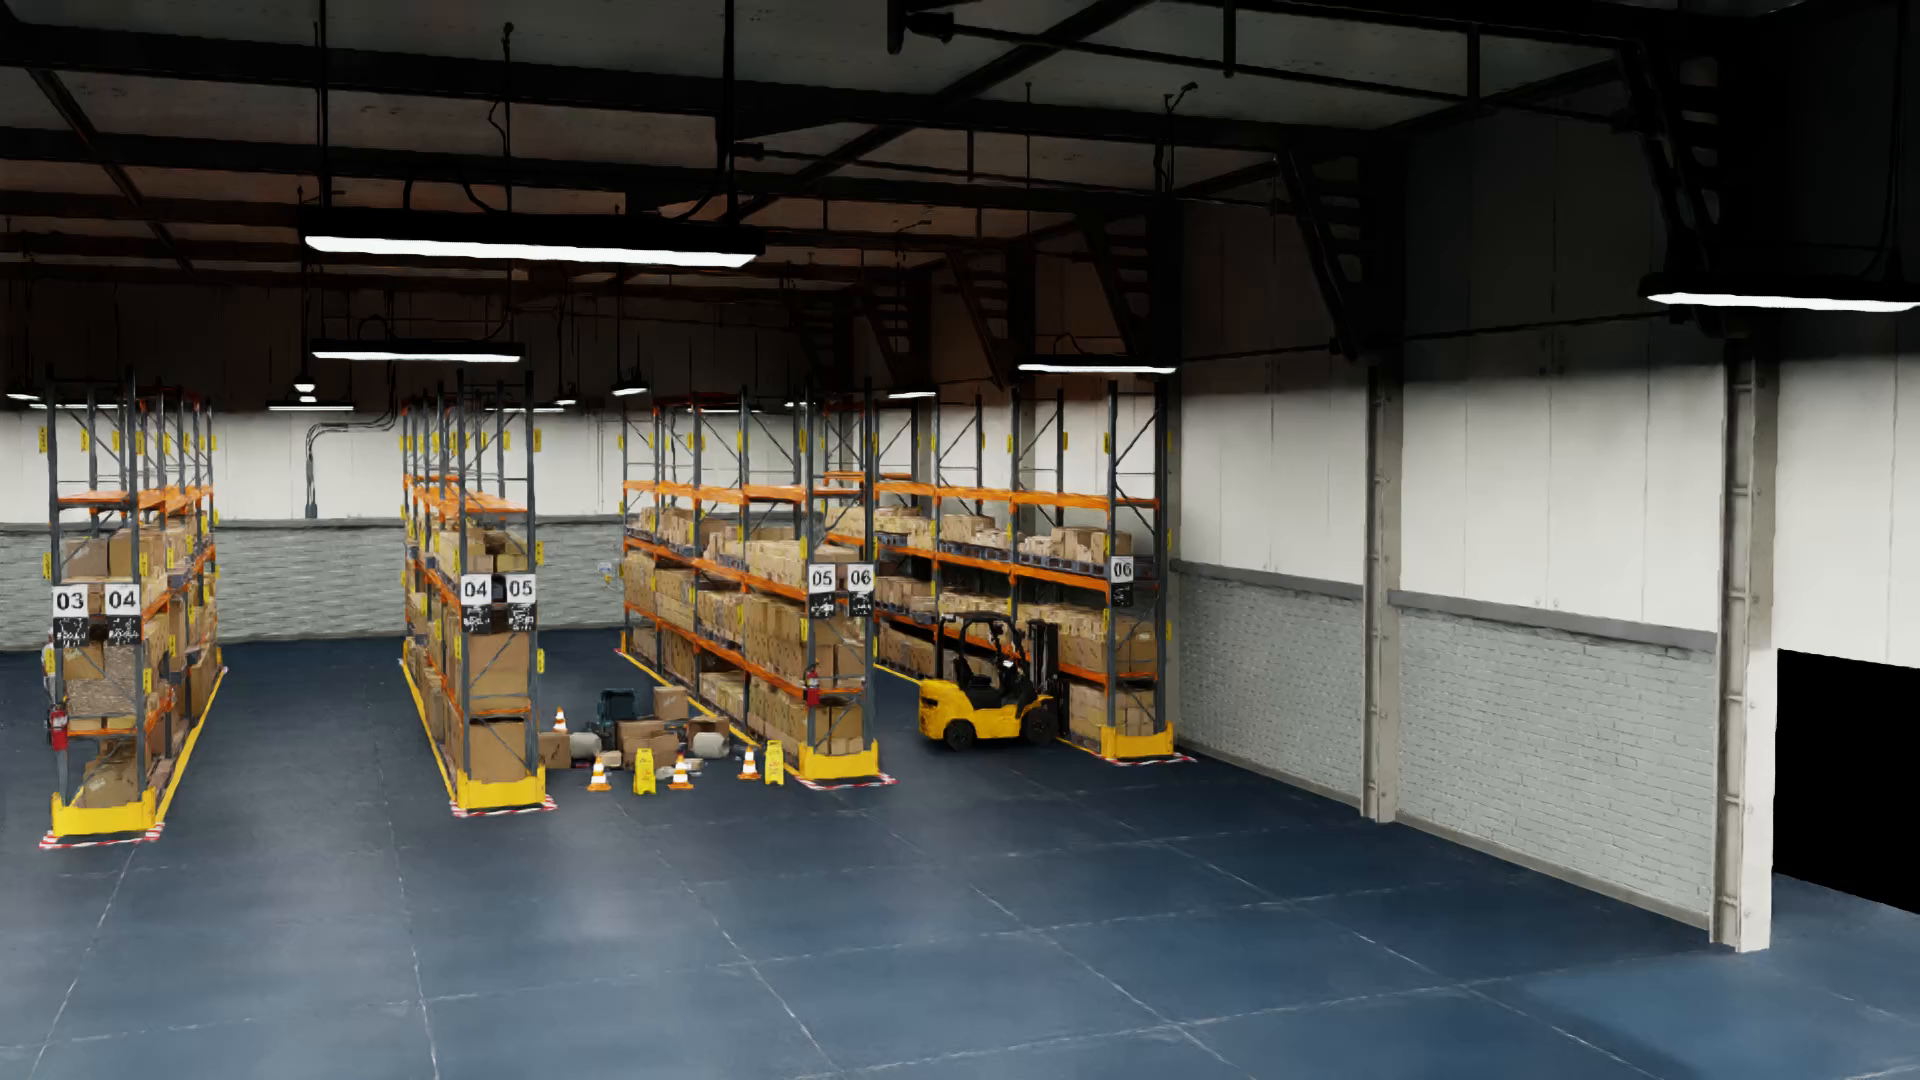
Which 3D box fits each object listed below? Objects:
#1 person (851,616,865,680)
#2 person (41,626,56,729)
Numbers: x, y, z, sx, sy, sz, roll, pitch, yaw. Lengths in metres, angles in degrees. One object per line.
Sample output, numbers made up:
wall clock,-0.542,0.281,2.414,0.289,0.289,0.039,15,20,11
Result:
person,-2.163,2.103,35.056,0.575,1.665,0.572,0,3,1
person,-15.891,2.361,29.126,0.491,1.724,0.611,1,3,10
